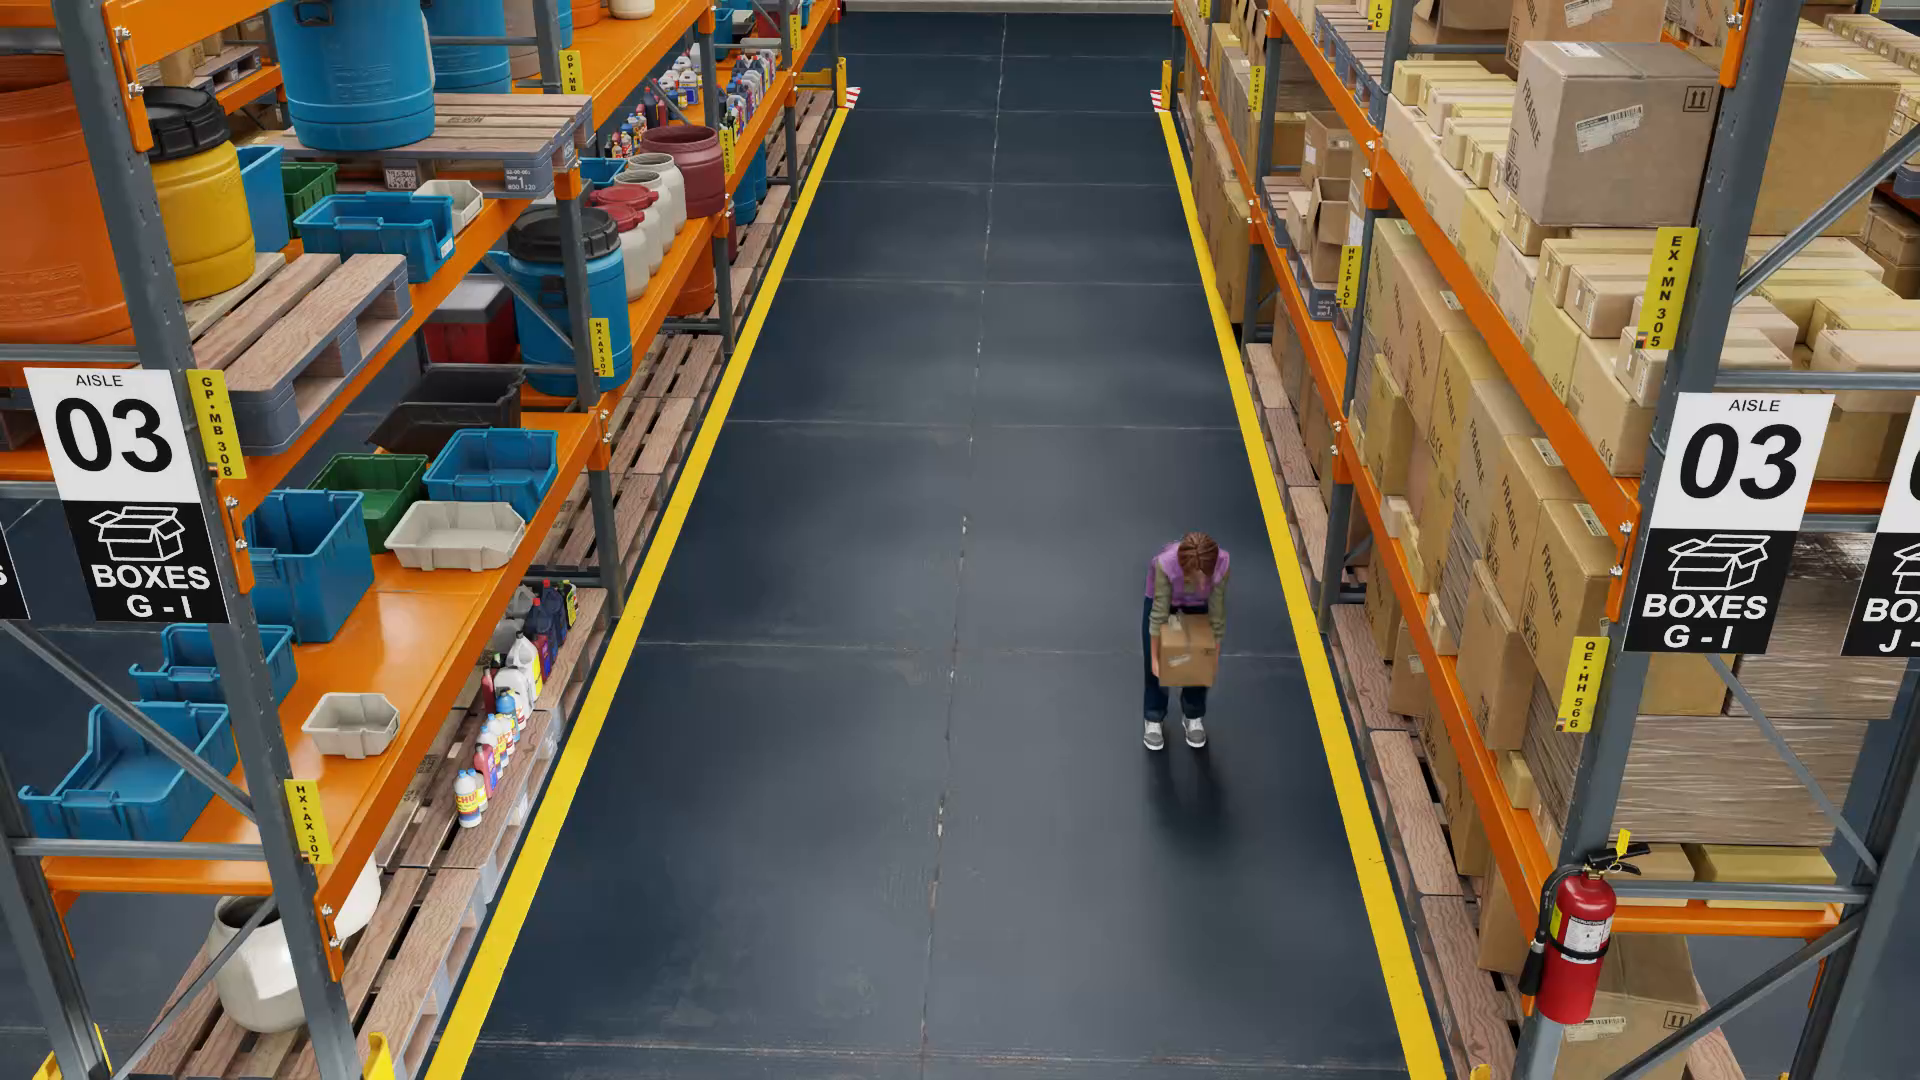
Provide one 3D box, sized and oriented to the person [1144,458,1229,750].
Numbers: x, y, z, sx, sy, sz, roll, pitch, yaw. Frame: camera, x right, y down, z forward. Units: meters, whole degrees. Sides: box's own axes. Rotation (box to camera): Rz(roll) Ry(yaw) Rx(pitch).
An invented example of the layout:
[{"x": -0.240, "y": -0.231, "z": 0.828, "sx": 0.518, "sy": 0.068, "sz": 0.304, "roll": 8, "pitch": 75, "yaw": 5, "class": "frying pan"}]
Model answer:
[{"x": 1.087, "y": 0.323, "z": 8.053, "sx": 0.373, "sy": 1.588, "sz": 0.518, "roll": 1, "pitch": 28, "yaw": 1, "class": "person"}]
